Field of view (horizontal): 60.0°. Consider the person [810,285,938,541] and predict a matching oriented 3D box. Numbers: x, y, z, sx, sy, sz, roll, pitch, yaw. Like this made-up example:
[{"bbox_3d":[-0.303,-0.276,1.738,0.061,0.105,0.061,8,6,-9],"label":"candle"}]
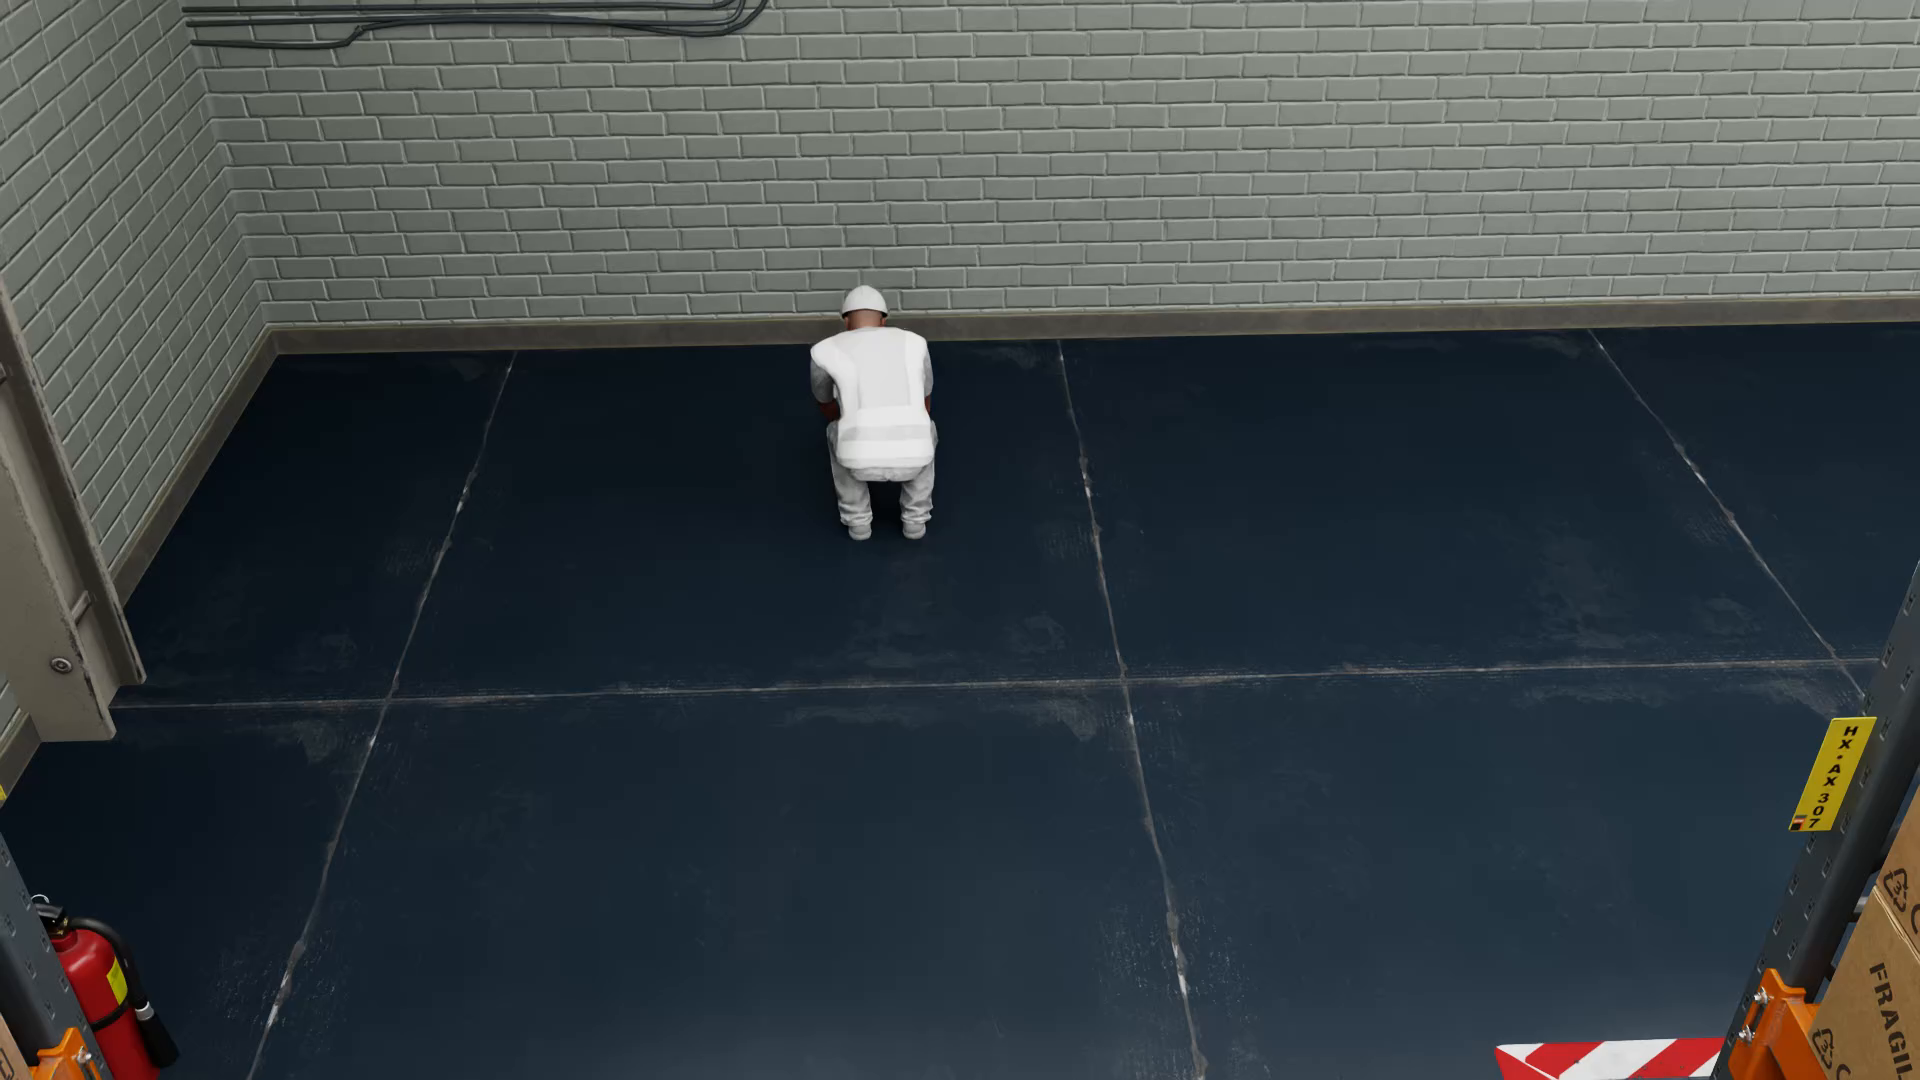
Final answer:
[{"bbox_3d":[-0.389,-0.559,7.606,0.578,1.014,0.912,-2,35,-2],"label":"person"}]
